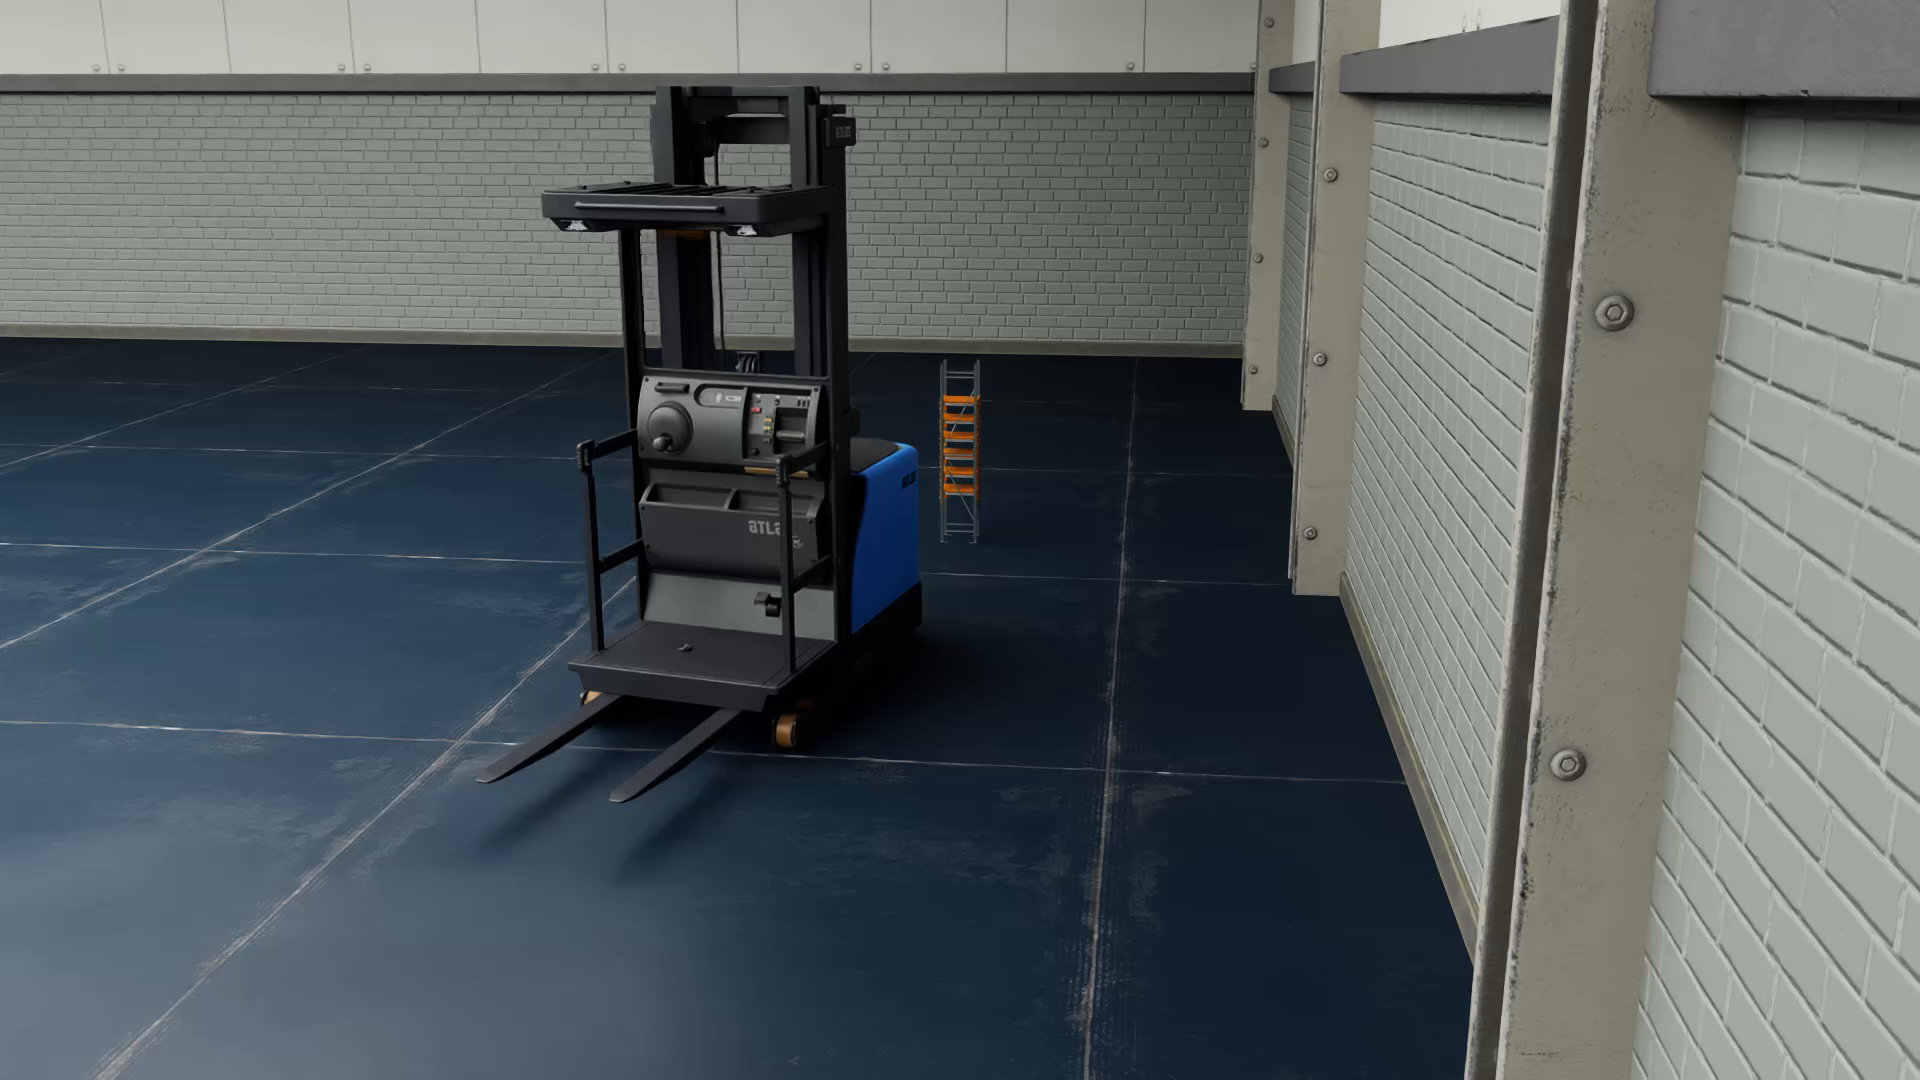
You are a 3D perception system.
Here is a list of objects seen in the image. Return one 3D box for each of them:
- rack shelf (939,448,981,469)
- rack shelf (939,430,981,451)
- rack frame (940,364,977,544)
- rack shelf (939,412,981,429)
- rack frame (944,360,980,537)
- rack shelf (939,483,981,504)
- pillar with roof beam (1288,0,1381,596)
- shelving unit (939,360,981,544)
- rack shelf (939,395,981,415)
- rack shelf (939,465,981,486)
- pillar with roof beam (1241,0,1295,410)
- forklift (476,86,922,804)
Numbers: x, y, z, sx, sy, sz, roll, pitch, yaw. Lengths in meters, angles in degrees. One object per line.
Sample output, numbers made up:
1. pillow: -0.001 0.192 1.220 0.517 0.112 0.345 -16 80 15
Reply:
1. rack shelf: 0.002 -0.540 11.031 0.258 0.103 0.180 2 15 6
2. rack shelf: 0.002 -0.656 11.000 0.258 0.103 0.180 2 15 6
3. rack frame: -0.009 -0.559 10.932 0.240 1.200 0.006 2 15 6
4. rack shelf: 0.002 -0.772 10.968 0.258 0.103 0.180 2 15 6
5. rack frame: 0.012 -0.607 11.107 0.240 1.200 0.006 2 15 6
6. rack shelf: 0.002 -0.308 11.094 0.258 0.103 0.180 2 15 6
7. pillar with roof beam: -2.108 -4.192 9.424 9.100 9.000 0.400 2 15 6
8. shelving unit: 0.002 -0.583 11.019 0.258 1.200 0.189 2 15 6
9. rack shelf: 0.002 -0.888 10.937 0.258 0.103 0.180 2 15 6
10. rack shelf: 0.002 -0.424 11.062 0.258 0.103 0.180 2 15 6
11. pillar with roof beam: -1.431 -5.748 15.179 9.100 9.000 0.400 2 15 6
12. forklift: -1.161 -0.575 7.672 1.130 2.935 3.031 5 16 18
